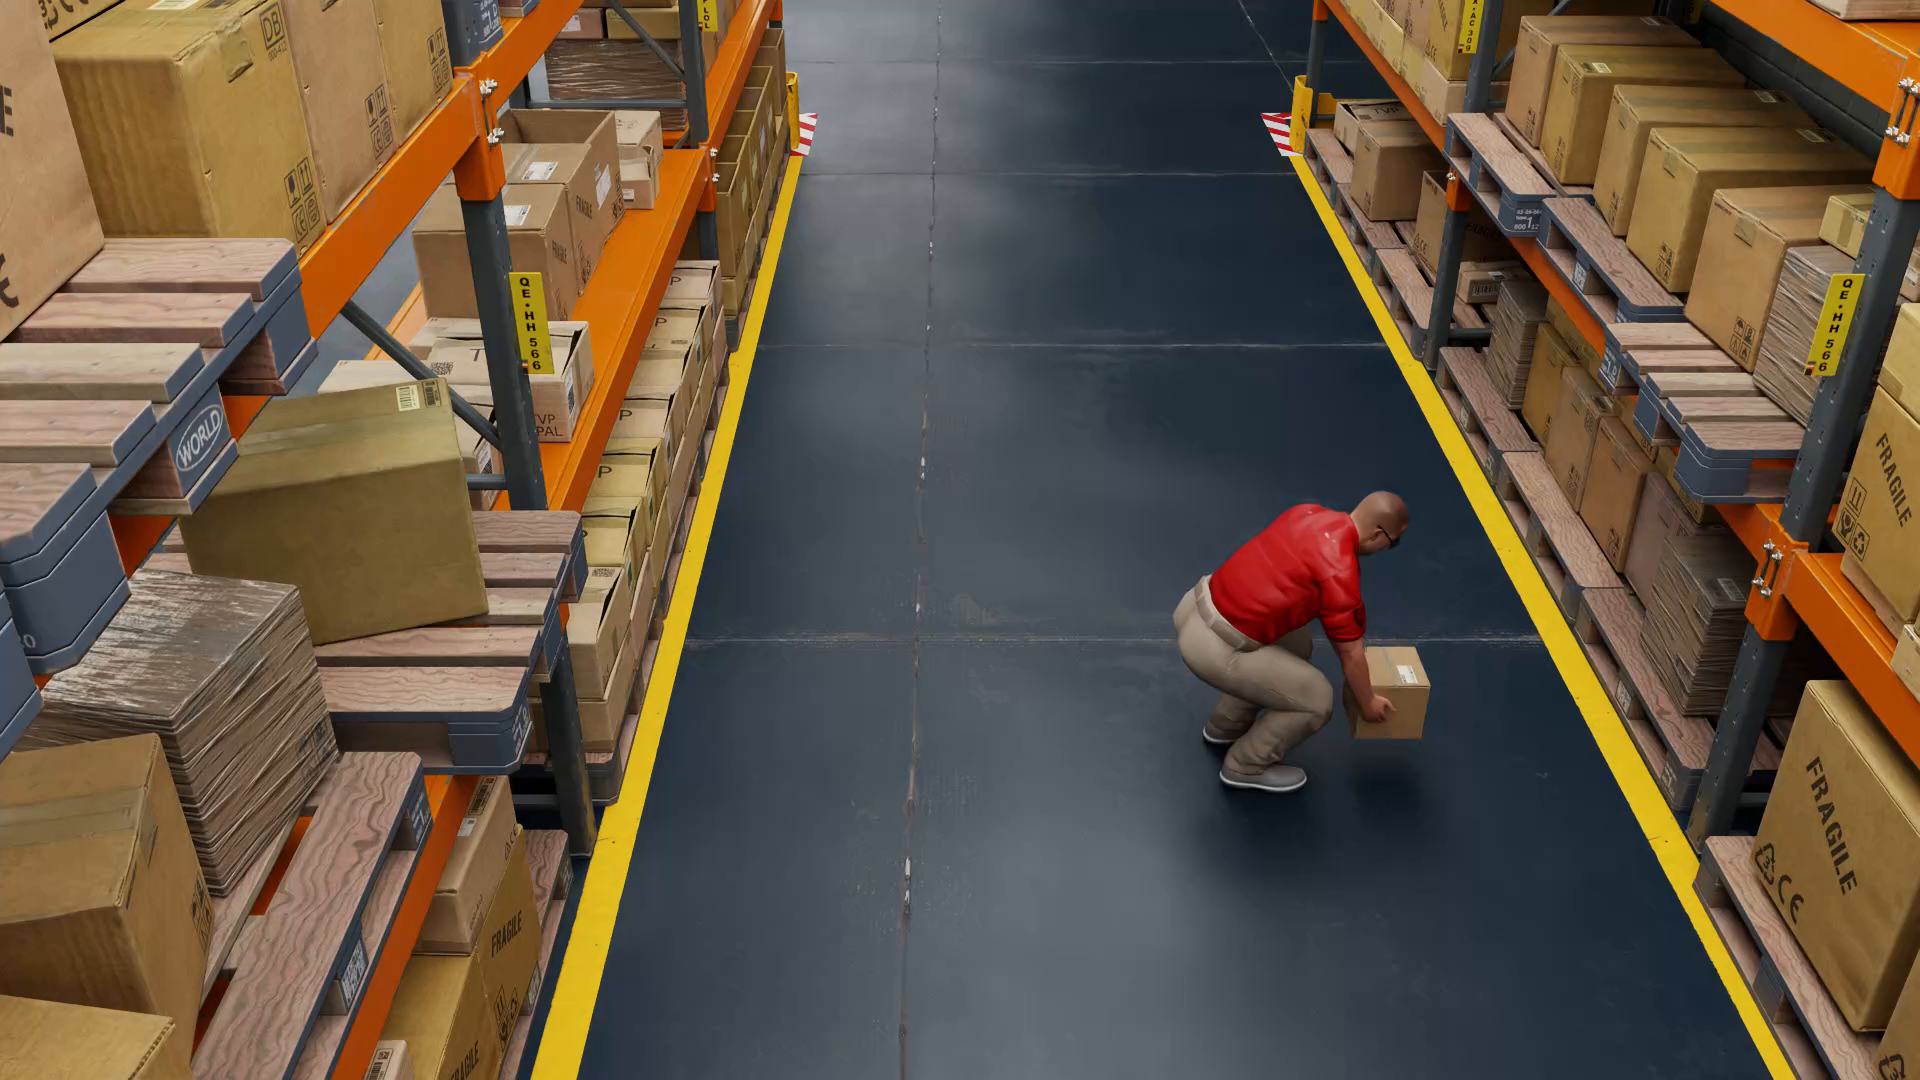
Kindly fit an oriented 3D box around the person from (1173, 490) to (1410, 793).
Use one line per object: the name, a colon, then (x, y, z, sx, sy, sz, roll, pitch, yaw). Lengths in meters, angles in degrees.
person: (1.194, 0.340, 6.149, 0.813, 1.155, 0.573, 0, 31, 0)
